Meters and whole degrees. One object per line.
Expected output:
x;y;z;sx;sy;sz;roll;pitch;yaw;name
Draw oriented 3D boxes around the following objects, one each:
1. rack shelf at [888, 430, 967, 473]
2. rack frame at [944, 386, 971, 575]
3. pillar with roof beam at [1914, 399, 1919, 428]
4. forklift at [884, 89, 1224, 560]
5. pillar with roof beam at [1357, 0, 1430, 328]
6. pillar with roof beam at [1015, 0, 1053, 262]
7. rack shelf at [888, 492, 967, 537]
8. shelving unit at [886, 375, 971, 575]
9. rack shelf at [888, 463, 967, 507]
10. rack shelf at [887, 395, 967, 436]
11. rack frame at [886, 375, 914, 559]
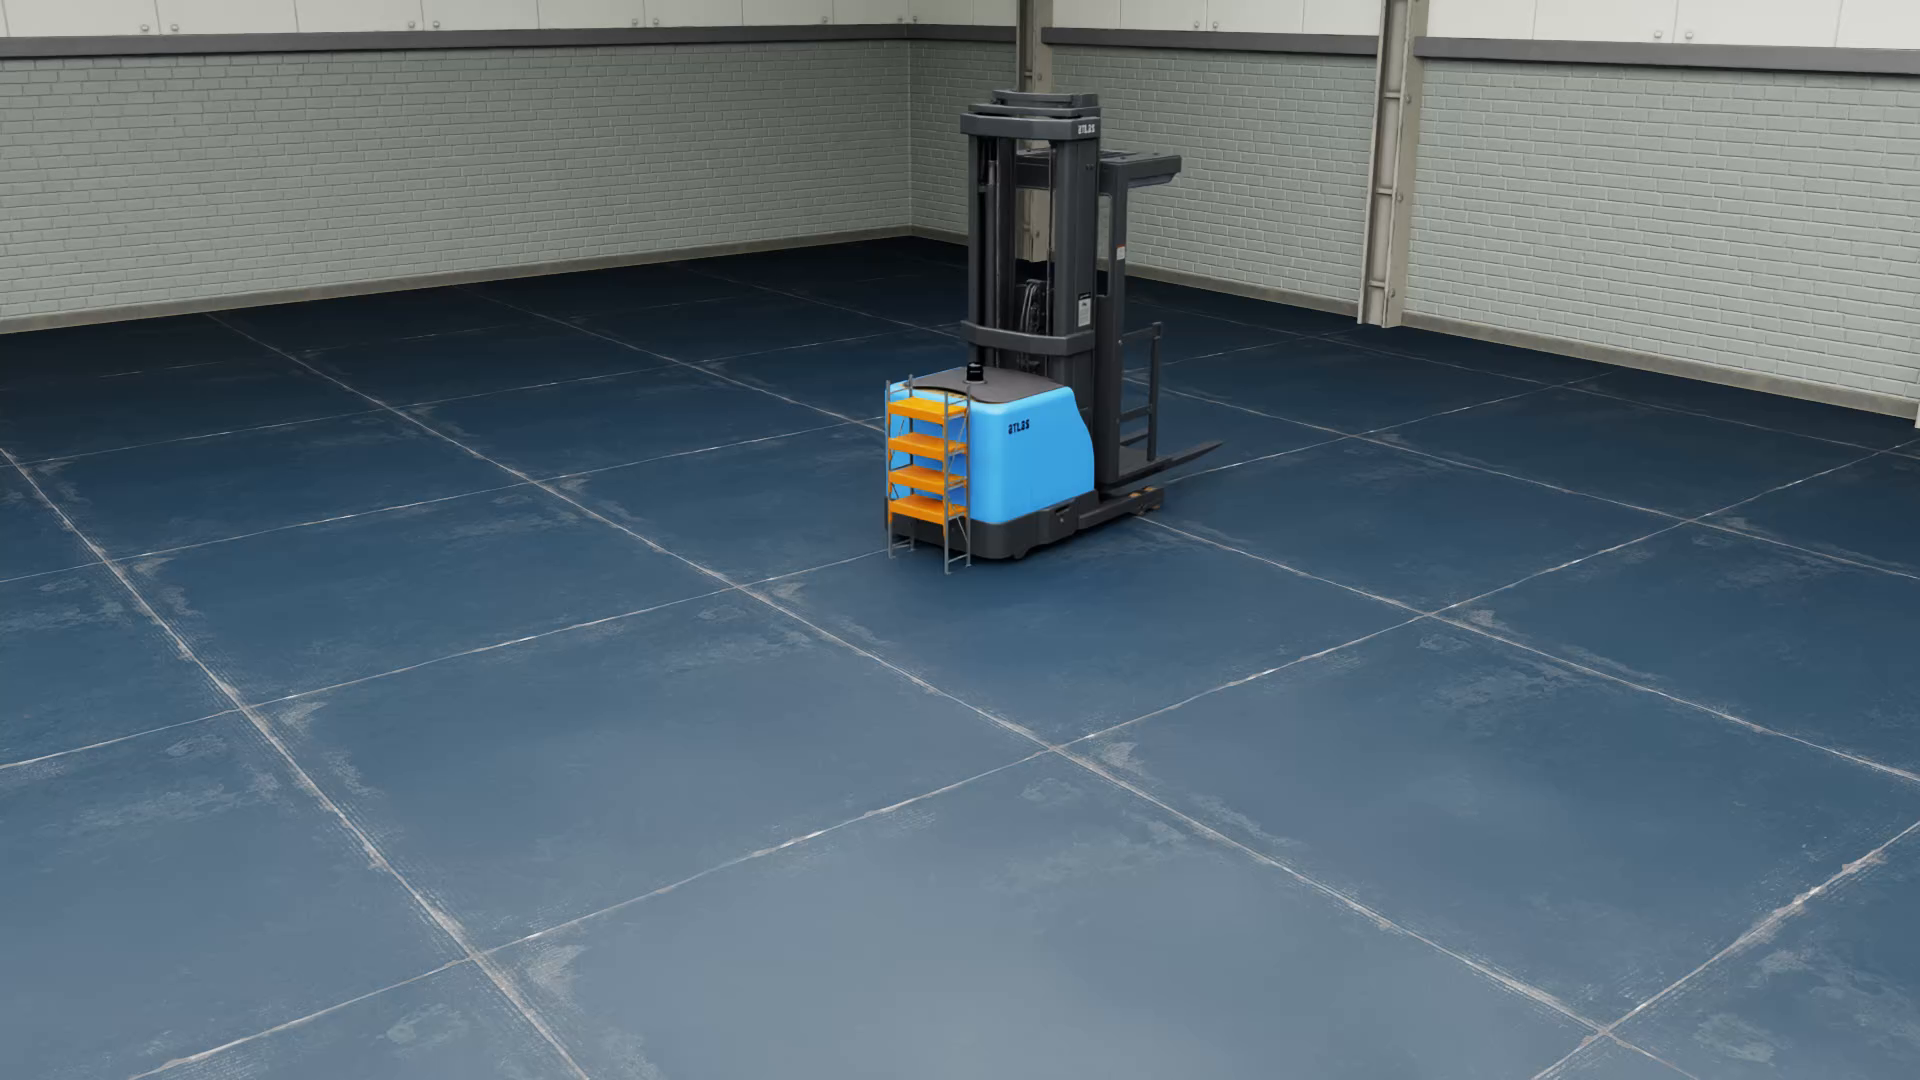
-0.202;-0.571;10.679;0.480;0.148;0.258;15;23;38;rack shelf
-0.015;-0.373;10.580;0.015;1.200;0.240;15;23;38;rack frame
5.070;-4.383;10.284;9.100;9.000;0.400;-14;23;-36;pillar with roof beam
0.825;-1.654;11.694;1.130;2.935;3.031;15;24;38;forklift
1.344;-5.862;14.749;9.100;9.000;0.400;-14;23;-36;pillar with roof beam
-2.381;-7.340;19.214;9.100;9.000;0.400;-14;23;-36;pillar with roof beam
-0.202;-0.170;10.812;0.480;0.148;0.258;15;23;38;rack shelf
-0.202;-0.422;10.729;0.503;1.200;0.258;15;23;38;shelving unit
-0.202;-0.358;10.750;0.480;0.148;0.258;15;23;38;rack shelf
-0.202;-0.795;10.605;0.480;0.148;0.258;15;23;38;rack shelf
-0.389;-0.471;10.878;0.015;1.200;0.240;15;23;38;rack frame
